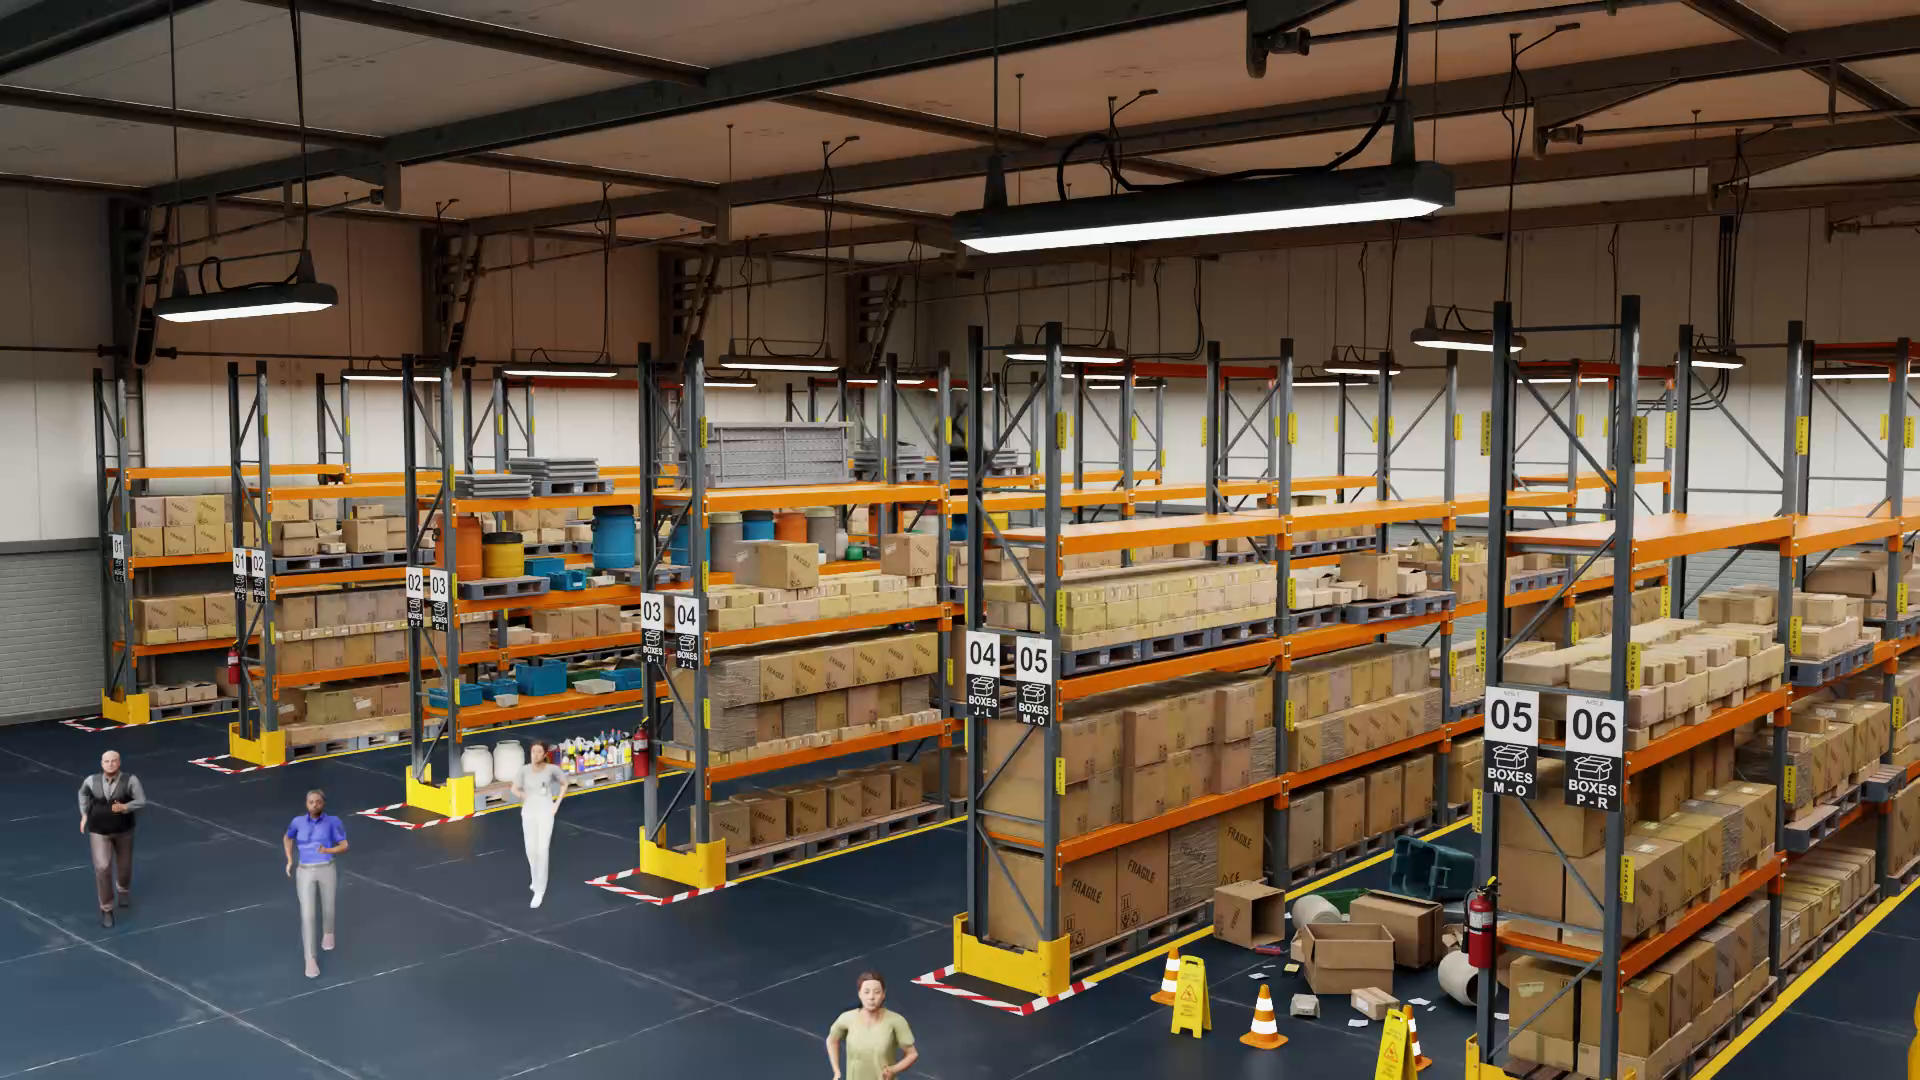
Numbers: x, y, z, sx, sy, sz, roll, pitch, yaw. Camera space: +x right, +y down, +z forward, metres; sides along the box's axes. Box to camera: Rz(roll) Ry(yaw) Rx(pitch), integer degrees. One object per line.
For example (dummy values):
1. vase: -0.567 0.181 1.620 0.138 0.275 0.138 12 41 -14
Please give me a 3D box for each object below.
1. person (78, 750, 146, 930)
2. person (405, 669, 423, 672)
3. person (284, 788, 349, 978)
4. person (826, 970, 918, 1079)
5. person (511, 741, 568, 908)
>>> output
1. person: -8.713 3.036 17.118 0.627 1.773 0.869 -2 5 -26
2. person: -9.567 2.205 29.236 0.574 1.737 0.740 3 5 36
3. person: -6.059 3.165 15.666 0.573 1.655 0.934 -2 4 -21
4. person: -0.562 3.559 10.597 0.589 1.634 0.894 0 4 -3
5. person: -4.539 3.002 17.856 0.571 1.710 0.782 0 4 4
